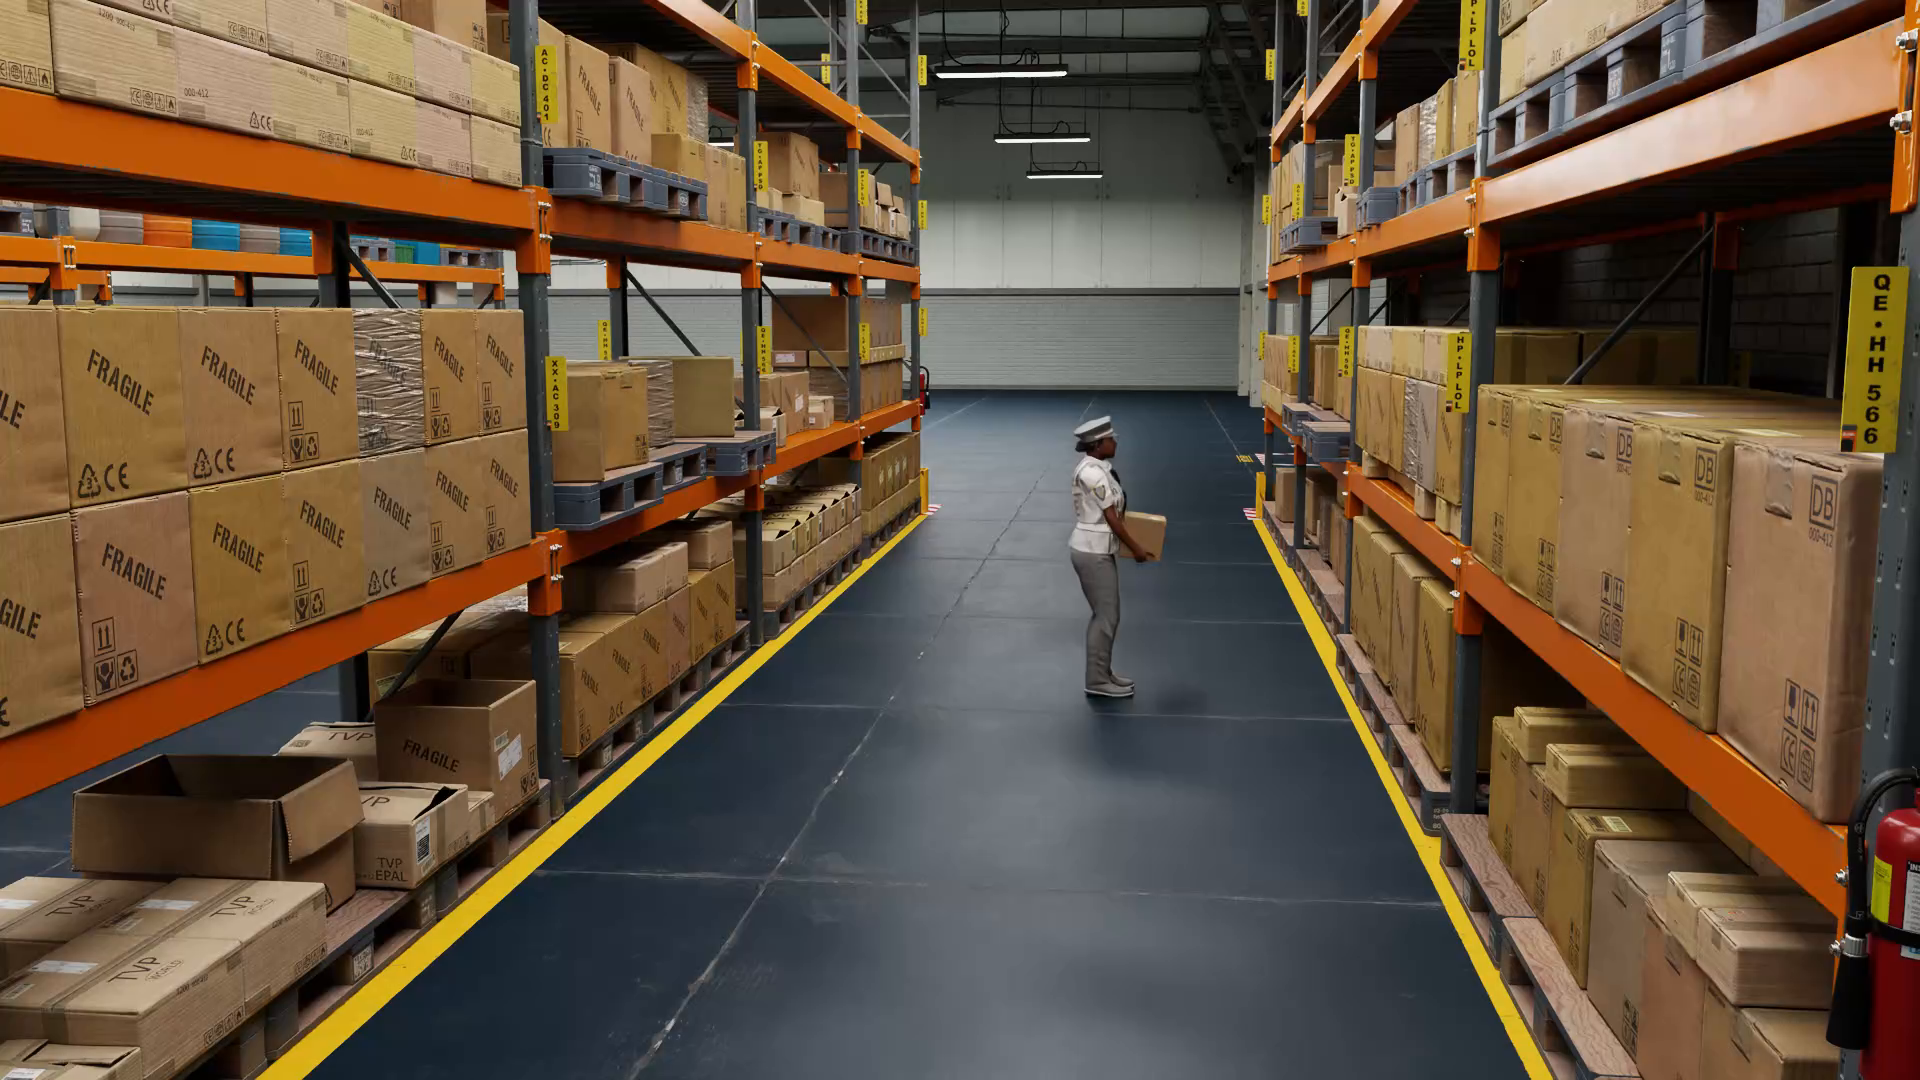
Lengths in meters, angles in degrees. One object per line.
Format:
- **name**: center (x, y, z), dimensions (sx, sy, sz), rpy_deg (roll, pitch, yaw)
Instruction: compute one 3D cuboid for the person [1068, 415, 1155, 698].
- **person**: center (0.915, 0.092, 10.044), dimensions (0.521, 1.691, 0.424), rpy_deg (1, 8, 5)
